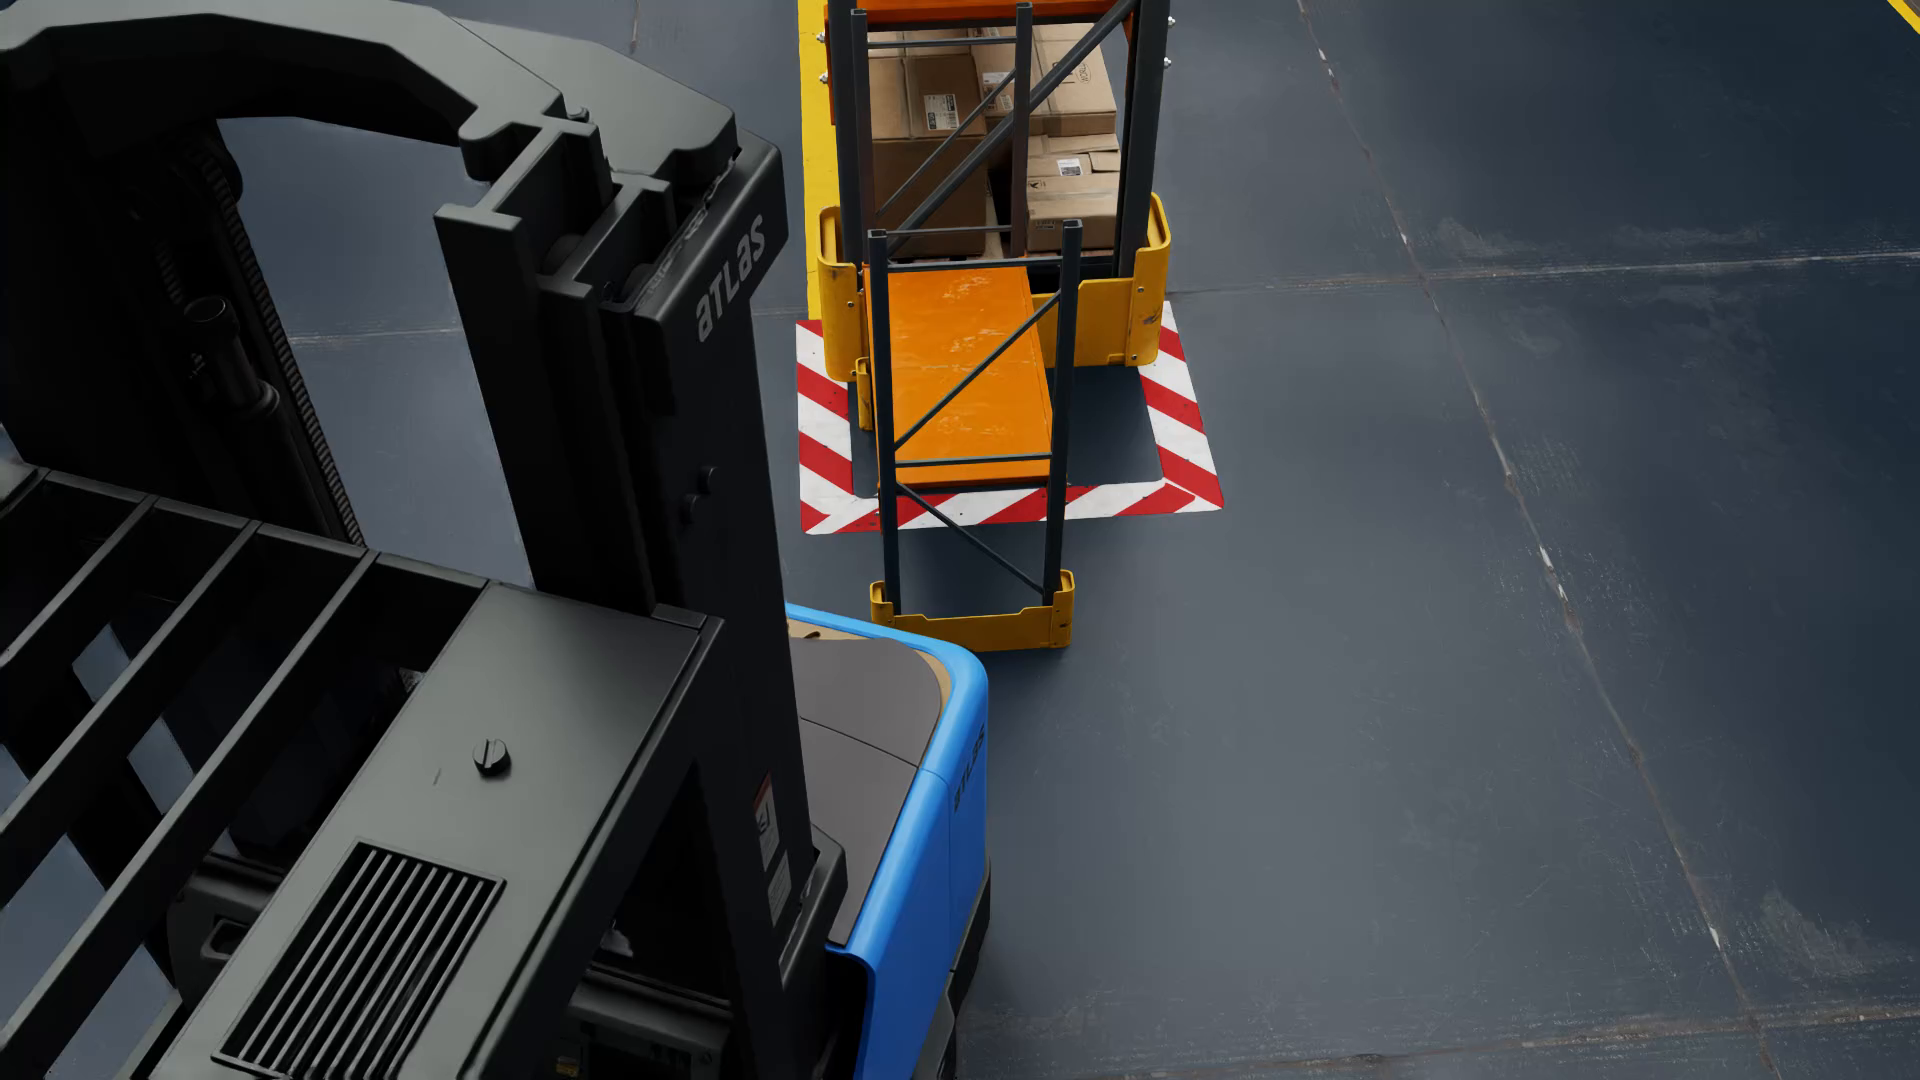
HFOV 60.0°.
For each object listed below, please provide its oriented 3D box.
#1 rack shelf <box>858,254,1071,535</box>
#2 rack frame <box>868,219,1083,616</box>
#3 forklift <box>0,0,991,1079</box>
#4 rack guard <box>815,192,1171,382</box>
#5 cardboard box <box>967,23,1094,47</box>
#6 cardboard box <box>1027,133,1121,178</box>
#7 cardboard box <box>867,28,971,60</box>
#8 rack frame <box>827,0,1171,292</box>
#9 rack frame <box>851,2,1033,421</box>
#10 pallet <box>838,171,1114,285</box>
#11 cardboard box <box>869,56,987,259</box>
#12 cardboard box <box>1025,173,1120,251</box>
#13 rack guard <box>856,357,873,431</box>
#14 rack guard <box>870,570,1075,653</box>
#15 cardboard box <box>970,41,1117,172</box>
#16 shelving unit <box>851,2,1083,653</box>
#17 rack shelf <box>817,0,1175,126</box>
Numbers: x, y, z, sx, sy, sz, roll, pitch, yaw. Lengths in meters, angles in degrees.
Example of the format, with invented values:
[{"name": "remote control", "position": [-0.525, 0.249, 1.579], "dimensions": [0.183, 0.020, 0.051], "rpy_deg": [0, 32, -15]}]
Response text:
[{"name": "rack shelf", "position": [-0.007, -0.454, 4.895], "dimensions": [0.538, 0.185, 1.000], "rpy_deg": [-3, 47, -3]}, {"name": "rack frame", "position": [0.035, -0.210, 4.416], "dimensions": [0.500, 1.500, 0.032], "rpy_deg": [-3, 47, -3]}, {"name": "forklift", "position": [-0.854, 0.883, 2.395], "dimensions": [1.130, 2.935, 3.031], "rpy_deg": [13, 48, 12]}, {"name": "rack guard", "position": [0.106, -0.876, 5.735], "dimensions": [1.175, 0.500, 0.348], "rpy_deg": [-3, 47, -3]}, {"name": "cardboard box", "position": [0.266, -2.020, 6.688], "dimensions": [0.500, 0.250, 0.500], "rpy_deg": [-3, 47, -3]}, {"name": "cardboard box", "position": [0.399, -1.362, 6.122], "dimensions": [0.380, 0.166, 0.250], "rpy_deg": [-3, 47, -3]}, {"name": "cardboard box", "position": [-0.228, -1.954, 6.625], "dimensions": [0.500, 0.250, 0.500], "rpy_deg": [-3, 47, -3]}, {"name": "rack frame", "position": [0.113, -1.680, 4.775], "dimensions": [1.000, 3.000, 0.127], "rpy_deg": [-3, 47, -3]}, {"name": "rack frame", "position": [-0.050, -0.945, 5.112], "dimensions": [0.500, 1.500, 0.032], "rpy_deg": [-3, 47, -3]}, {"name": "pallet", "position": [0.039, -1.353, 6.386], "dimensions": [1.003, 0.211, 1.213], "rpy_deg": [-3, 47, -3]}, {"name": "cardboard box", "position": [-0.178, -1.350, 5.882], "dimensions": [0.500, 0.500, 0.500], "rpy_deg": [-3, 47, -3]}, {"name": "cardboard box", "position": [0.420, -1.175, 5.957], "dimensions": [0.380, 0.149, 0.250], "rpy_deg": [-3, 47, -3]}, {"name": "rack guard", "position": [-0.048, -0.501, 5.553], "dimensions": [0.587, 0.250, 0.087], "rpy_deg": [-3, 47, -3]}, {"name": "rack guard", "position": [0.035, 0.219, 4.870], "dimensions": [0.587, 0.250, 0.087], "rpy_deg": [-3, 47, -3]}, {"name": "cardboard box", "position": [0.308, -1.658, 6.345], "dimensions": [0.500, 0.250, 0.500], "rpy_deg": [-3, 47, -3]}, {"name": "shelving unit", "position": [-0.006, -0.571, 4.758], "dimensions": [0.587, 1.500, 1.083], "rpy_deg": [-3, 47, -3]}, {"name": "rack shelf", "position": [-0.055, -2.880, 6.407], "dimensions": [1.077, 0.370, 4.000], "rpy_deg": [-3, 47, -3]}]
